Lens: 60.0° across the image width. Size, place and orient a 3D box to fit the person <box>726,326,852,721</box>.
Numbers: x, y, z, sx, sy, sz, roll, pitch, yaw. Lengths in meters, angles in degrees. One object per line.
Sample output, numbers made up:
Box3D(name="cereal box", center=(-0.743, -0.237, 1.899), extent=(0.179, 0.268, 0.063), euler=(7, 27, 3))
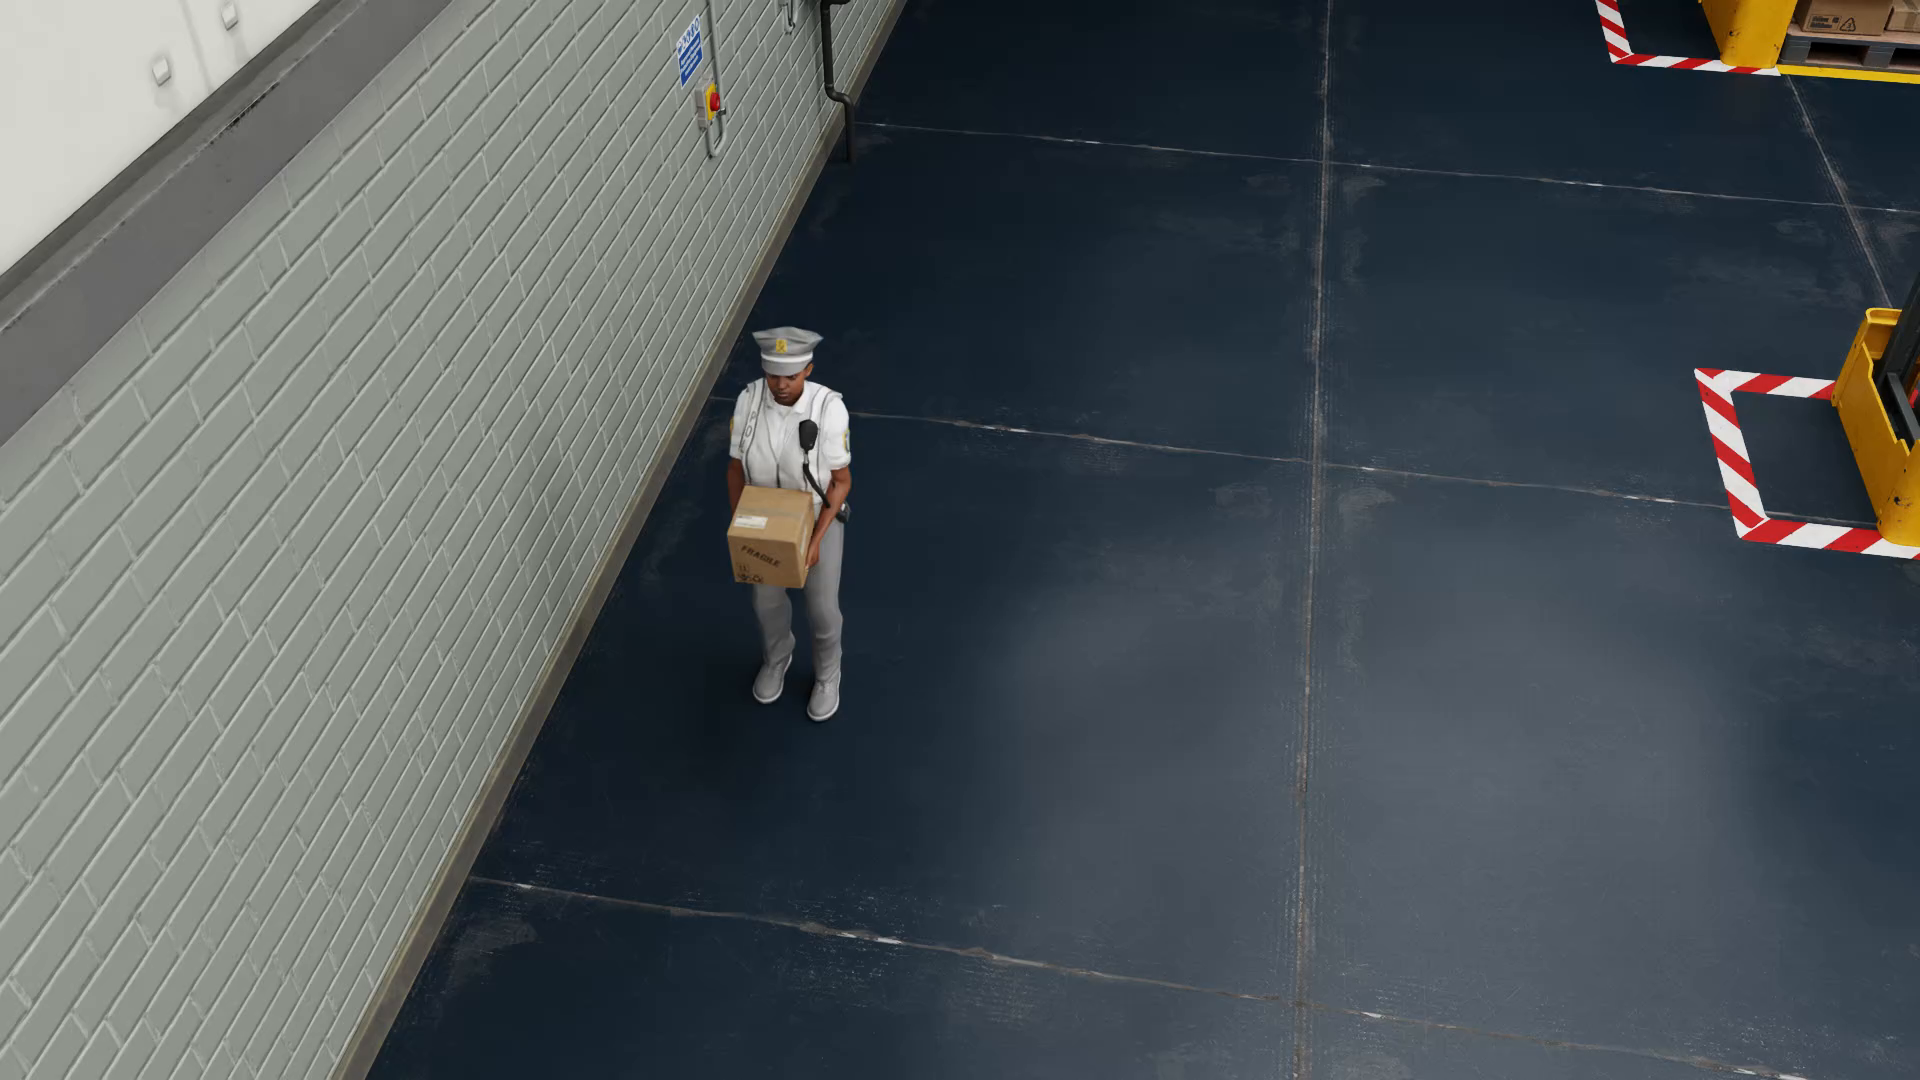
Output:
Box3D(name="person", center=(-0.632, -0.028, 6.165), extent=(0.464, 1.692, 0.507), euler=(6, 41, 7))
